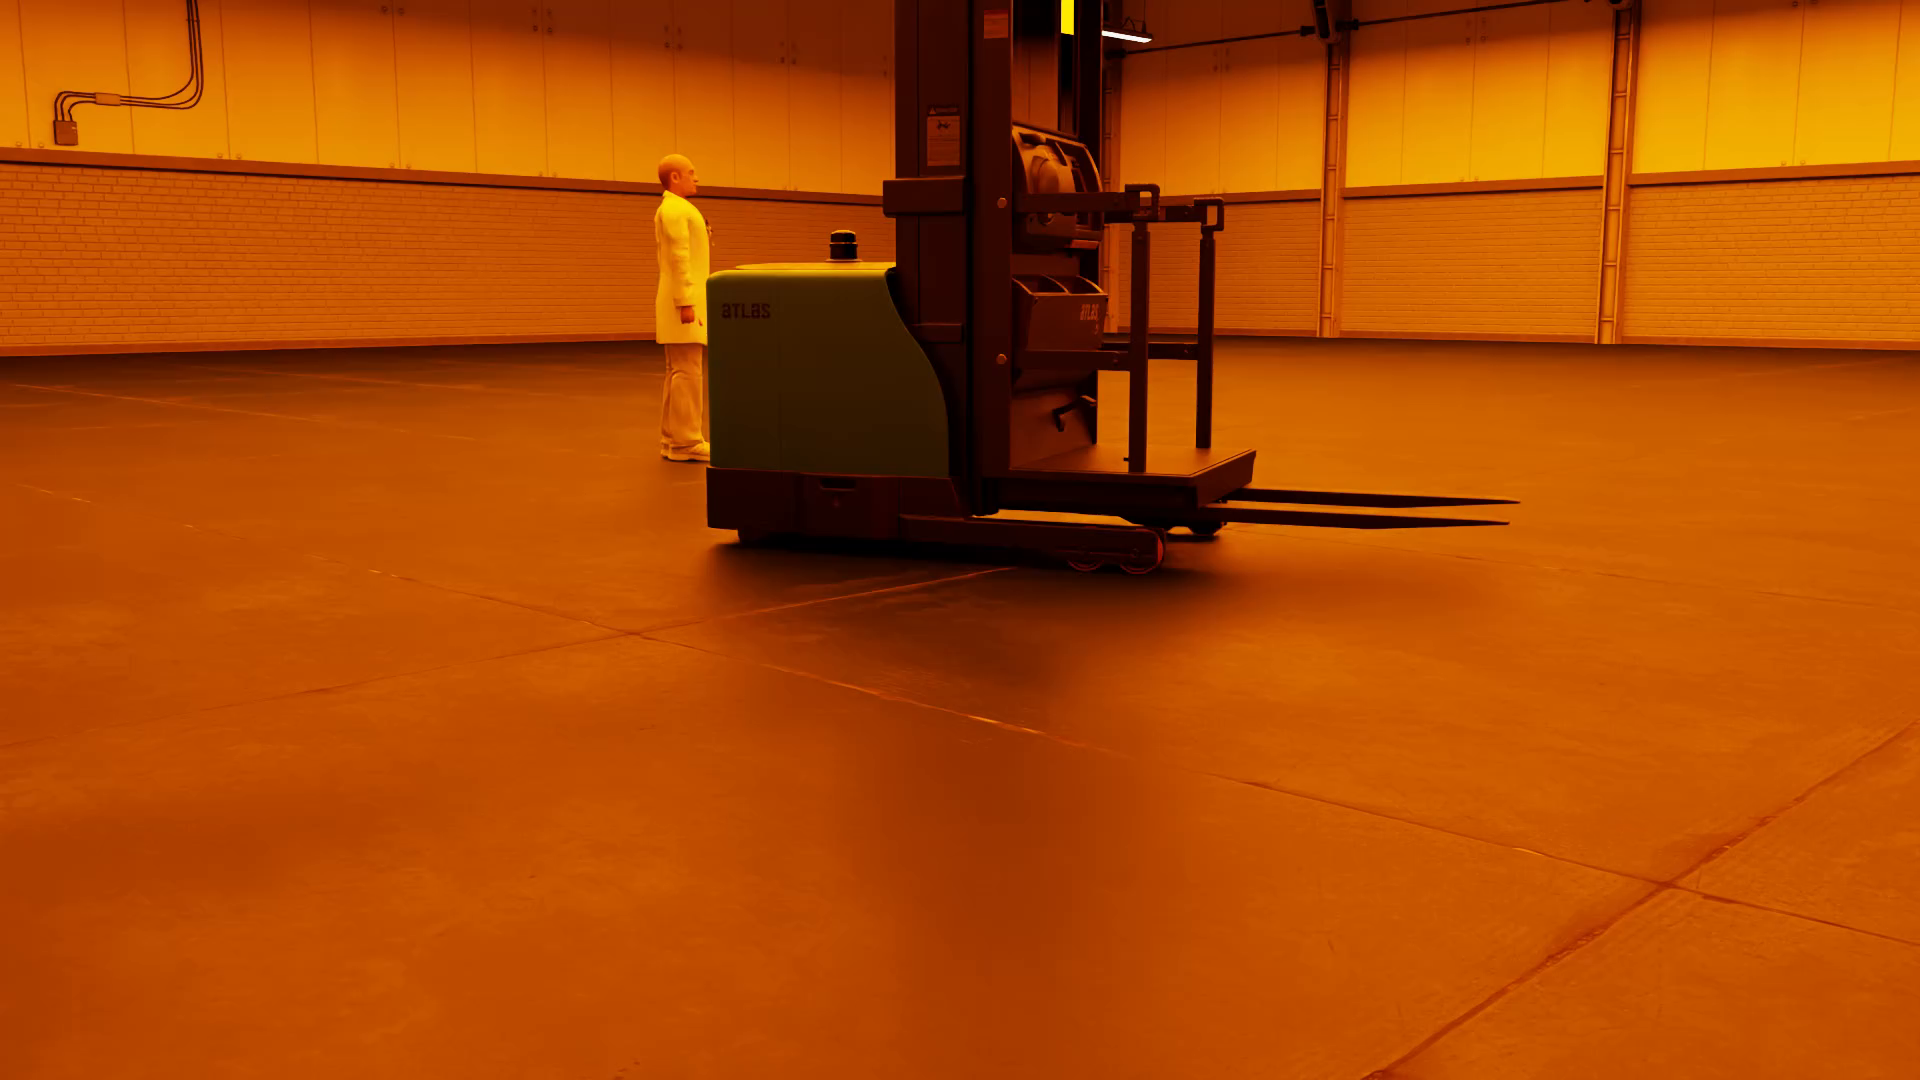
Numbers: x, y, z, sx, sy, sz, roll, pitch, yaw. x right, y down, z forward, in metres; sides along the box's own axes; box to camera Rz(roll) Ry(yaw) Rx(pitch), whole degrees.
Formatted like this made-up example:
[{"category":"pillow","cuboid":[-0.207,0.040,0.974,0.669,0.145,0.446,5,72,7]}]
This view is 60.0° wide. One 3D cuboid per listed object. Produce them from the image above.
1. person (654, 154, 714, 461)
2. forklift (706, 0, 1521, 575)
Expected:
[{"category":"person","cuboid":[-1.606,-1.377,9.879,0.392,1.782,0.547,-3,9,-17]},{"category":"forklift","cuboid":[0.565,-1.416,6.275,3.031,2.935,1.130,3,9,22]}]
